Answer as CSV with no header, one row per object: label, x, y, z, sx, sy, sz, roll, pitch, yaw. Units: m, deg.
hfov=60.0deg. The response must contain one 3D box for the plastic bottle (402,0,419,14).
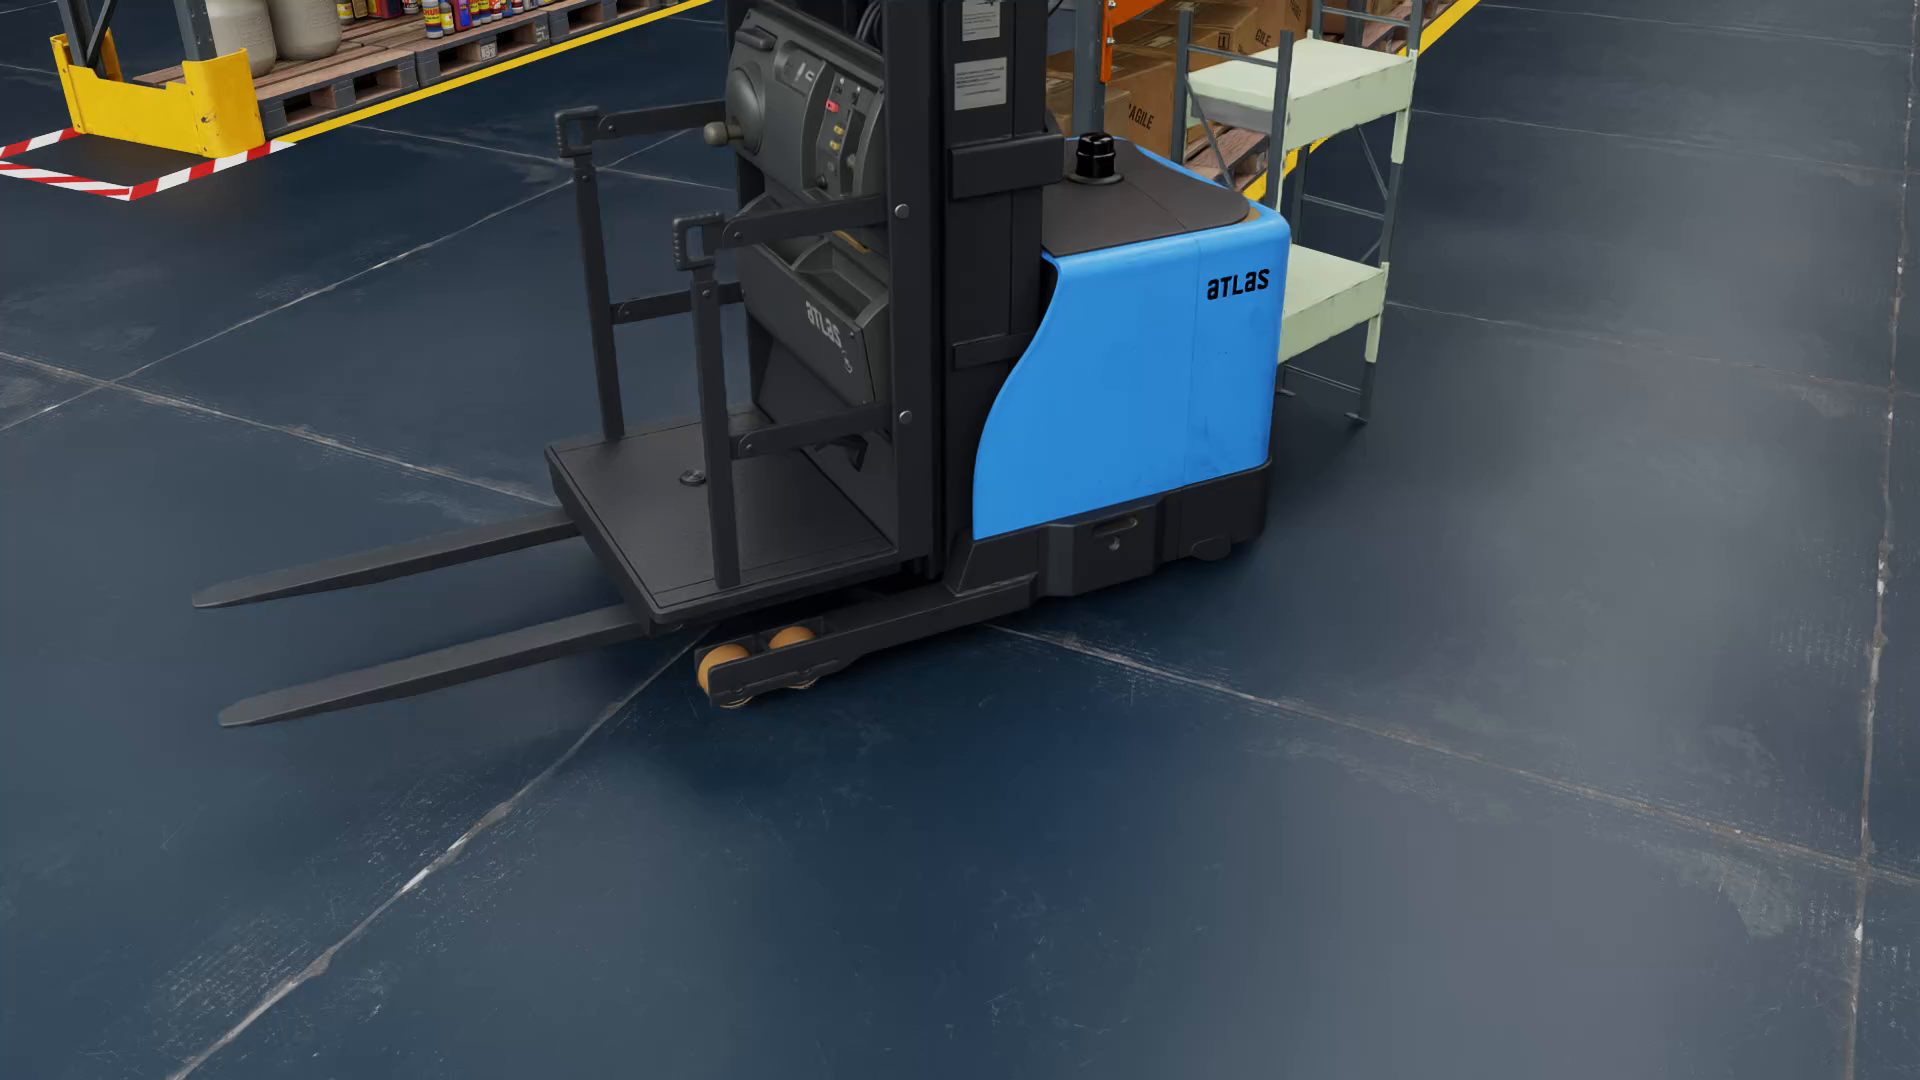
plastic bottle,-3.548,-3.500,10.700,0.097,0.201,0.097,0,30,0

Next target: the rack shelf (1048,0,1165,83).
rack shelf,1.004,-2.913,8.033,1.077,0.370,4.000,14,33,23

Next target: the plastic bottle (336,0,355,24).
plastic bottle,-3.870,-3.353,10.444,0.097,0.201,0.097,0,30,0

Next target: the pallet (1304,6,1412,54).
pallet,2.268,-3.248,10.693,1.003,0.211,1.213,14,33,23

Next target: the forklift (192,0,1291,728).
forklift,-0.596,-1.122,4.260,3.031,2.935,1.130,-14,33,-24

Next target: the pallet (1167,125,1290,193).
pallet,1.086,-2.054,8.614,1.003,0.211,1.213,14,33,23

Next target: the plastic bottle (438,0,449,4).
plastic bottle,-3.368,-3.686,10.951,0.152,0.276,0.135,14,33,23

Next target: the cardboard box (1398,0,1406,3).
cardboard box,2.702,-3.941,11.169,0.700,0.500,0.500,11,32,19

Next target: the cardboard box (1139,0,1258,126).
cardboard box,1.230,-2.493,8.667,0.500,0.500,0.500,11,32,19

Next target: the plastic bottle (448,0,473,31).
plastic bottle,-3.094,-3.304,10.277,0.061,0.283,0.133,15,33,24

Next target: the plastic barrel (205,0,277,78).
plastic barrel,-4.085,-2.874,9.319,0.421,0.512,0.421,0,30,0

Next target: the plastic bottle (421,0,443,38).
plastic bottle,-3.213,-3.202,10.113,0.097,0.271,0.097,0,30,0

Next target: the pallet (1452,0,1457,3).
pallet,3.380,-4.329,12.577,1.003,0.211,1.213,14,33,23

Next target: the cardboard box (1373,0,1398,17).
cardboard box,2.448,-3.693,10.737,0.700,0.500,0.500,14,33,23

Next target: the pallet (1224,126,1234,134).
pallet,1.640,-2.596,9.559,1.003,0.211,1.213,14,33,23

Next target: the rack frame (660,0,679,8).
rack frame,-2.494,-5.235,11.354,1.000,3.000,0.127,14,33,23

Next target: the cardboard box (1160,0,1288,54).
cardboard box,1.443,-2.786,9.177,0.500,0.500,0.500,-26,39,-37

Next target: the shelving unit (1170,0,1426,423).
shelving unit,1.069,-1.014,5.509,0.431,1.500,0.755,26,39,37

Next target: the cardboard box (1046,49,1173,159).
cardboard box,0.634,-1.982,7.778,0.500,0.500,0.500,24,38,36

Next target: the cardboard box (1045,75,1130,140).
cardboard box,0.392,-1.709,7.303,0.500,0.500,0.500,21,36,32

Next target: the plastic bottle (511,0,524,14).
plastic bottle,-2.873,-3.503,10.707,0.097,0.201,0.097,0,30,0

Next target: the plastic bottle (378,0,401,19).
plastic bottle,-3.636,-3.470,10.566,0.061,0.283,0.133,14,33,23

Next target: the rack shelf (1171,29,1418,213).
rack shelf,1.069,-1.352,5.315,0.431,0.370,0.720,26,39,37

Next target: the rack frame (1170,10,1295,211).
rack frame,0.814,-0.883,5.282,0.400,1.500,0.023,26,39,37

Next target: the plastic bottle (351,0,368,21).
plastic bottle,-3.833,-3.444,10.521,0.061,0.283,0.133,15,33,24

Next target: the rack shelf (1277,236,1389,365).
rack shelf,1.069,-0.731,5.672,0.431,0.370,0.720,26,39,37

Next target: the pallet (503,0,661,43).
pallet,-2.837,-3.738,11.547,1.003,0.211,1.213,14,33,23

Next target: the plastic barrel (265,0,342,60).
plastic barrel,-3.856,-3.096,9.706,0.421,0.512,0.421,0,30,0

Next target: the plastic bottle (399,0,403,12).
plastic bottle,-3.668,-3.552,10.717,0.152,0.276,0.135,13,32,22

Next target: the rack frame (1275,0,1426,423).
rack frame,1.324,-1.145,5.737,0.400,1.500,0.023,26,39,37

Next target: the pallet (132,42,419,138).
pallet,-3.949,-2.656,9.663,1.003,0.211,1.213,14,33,23

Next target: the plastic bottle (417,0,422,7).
plastic bottle,-3.596,-3.659,10.828,0.144,0.351,0.185,16,33,25

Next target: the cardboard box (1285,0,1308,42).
cardboard box,1.697,-3.041,9.622,0.500,0.500,0.500,13,32,22

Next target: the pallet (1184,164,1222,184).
pallet,0.529,-1.515,7.676,1.003,0.211,1.213,14,33,23

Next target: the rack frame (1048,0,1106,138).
rack frame,0.093,-2.338,6.310,1.000,3.000,0.127,14,33,23

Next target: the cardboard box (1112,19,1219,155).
cardboard box,0.936,-2.255,8.254,0.500,0.500,0.500,18,34,28

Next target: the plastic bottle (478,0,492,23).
plastic bottle,-3.011,-3.399,10.454,0.097,0.271,0.097,0,30,0

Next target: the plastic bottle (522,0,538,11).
plastic bottle,-2.843,-3.594,10.790,0.152,0.276,0.135,15,33,24

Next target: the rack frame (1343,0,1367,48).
rack frame,1.915,-4.111,9.397,1.000,3.000,0.127,14,33,23

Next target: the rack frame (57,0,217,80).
rack frame,-4.317,-3.462,8.266,1.000,3.000,0.127,14,33,23

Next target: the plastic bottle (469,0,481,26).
plastic bottle,-3.057,-3.354,10.377,0.097,0.271,0.097,0,30,0

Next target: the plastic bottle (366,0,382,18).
plastic bottle,-3.731,-3.491,10.610,0.152,0.276,0.135,15,33,24

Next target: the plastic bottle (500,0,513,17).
plastic bottle,-2.919,-3.489,10.611,0.097,0.271,0.097,0,30,0

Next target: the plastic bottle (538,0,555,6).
plastic bottle,-2.766,-3.698,10.896,0.144,0.351,0.185,14,33,23

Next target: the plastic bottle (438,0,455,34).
plastic bottle,-3.166,-3.218,10.210,0.097,0.201,0.097,0,30,0

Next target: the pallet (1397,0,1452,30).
pallet,2.823,-3.791,11.639,1.003,0.211,1.213,14,33,23

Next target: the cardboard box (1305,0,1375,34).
cardboard box,2.214,-3.486,10.376,0.700,0.500,0.500,12,32,20

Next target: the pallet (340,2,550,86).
pallet,-3.392,-3.195,10.601,1.003,0.211,1.213,14,33,23

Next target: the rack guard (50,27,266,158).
rack guard,-4.324,-2.422,8.966,1.175,0.500,0.348,14,33,23

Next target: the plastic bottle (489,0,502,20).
plastic bottle,-2.966,-3.412,10.548,0.097,0.201,0.097,0,30,0
